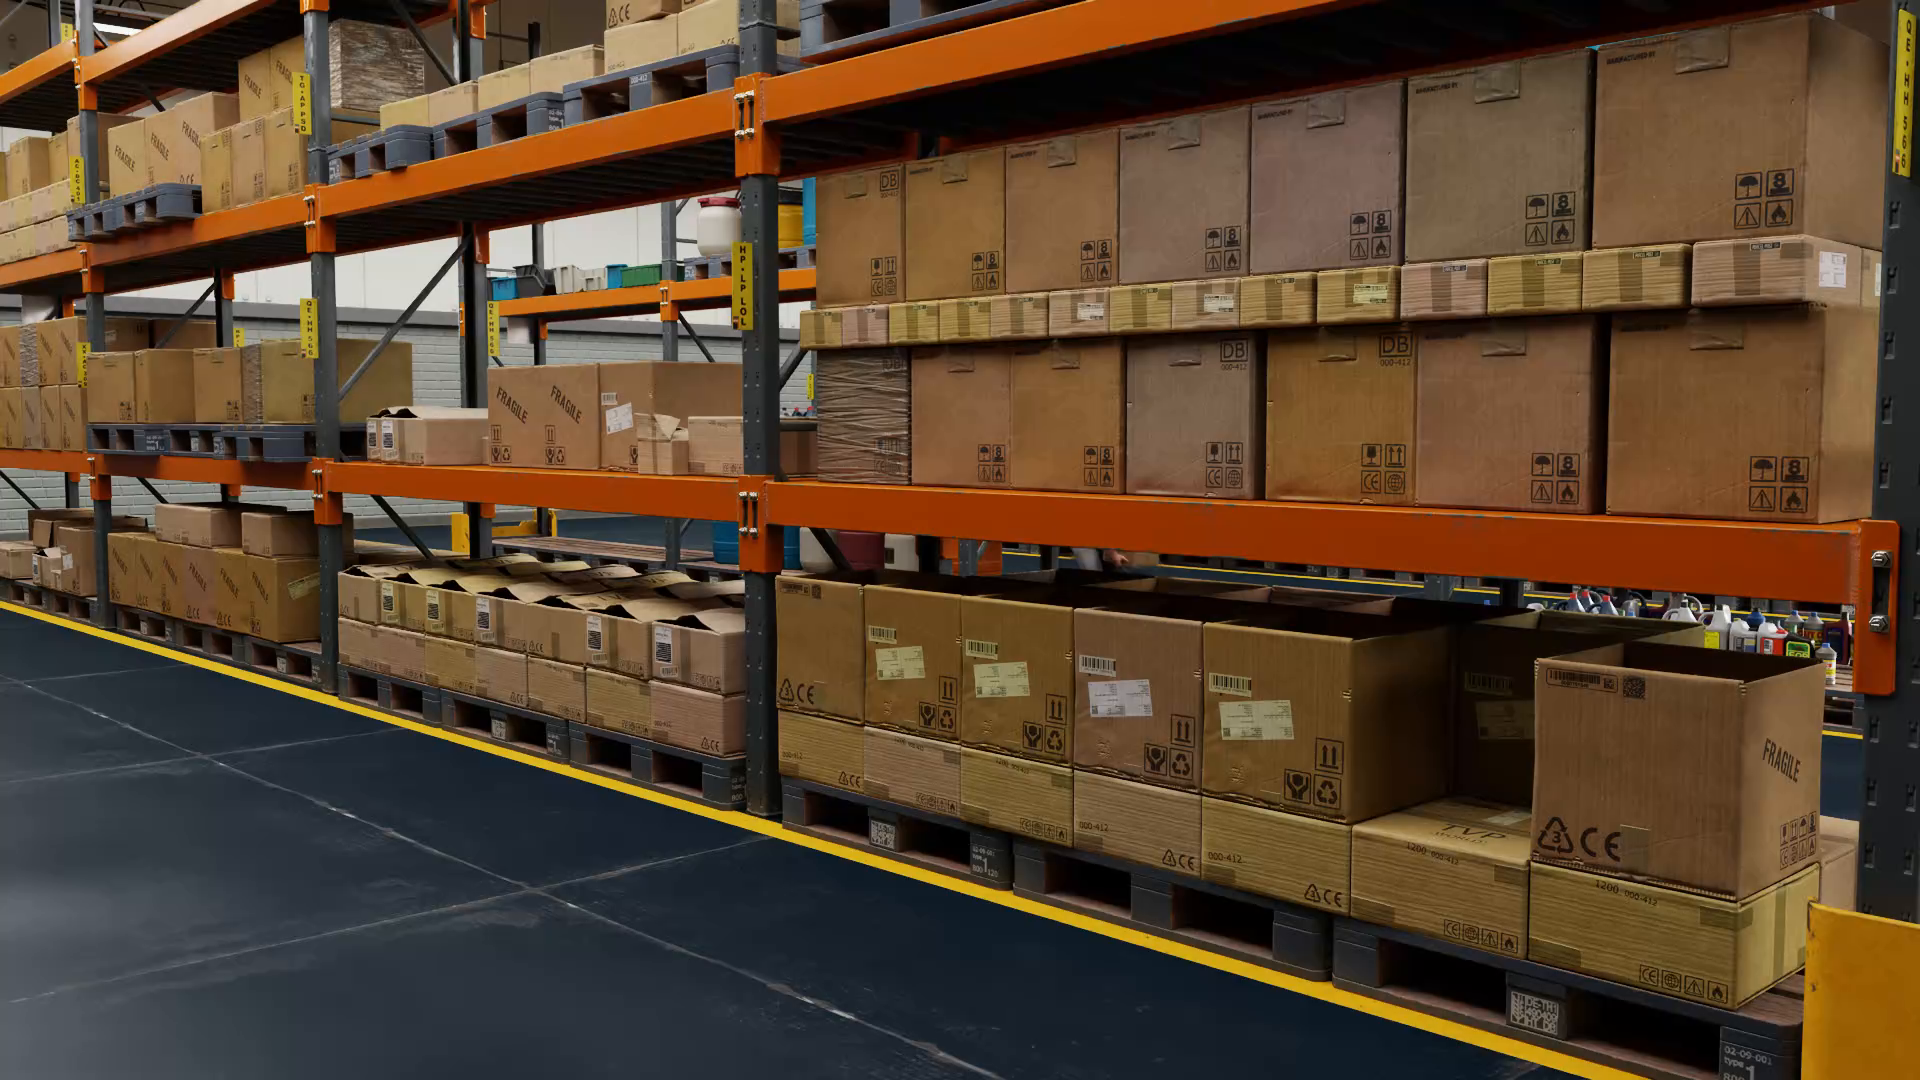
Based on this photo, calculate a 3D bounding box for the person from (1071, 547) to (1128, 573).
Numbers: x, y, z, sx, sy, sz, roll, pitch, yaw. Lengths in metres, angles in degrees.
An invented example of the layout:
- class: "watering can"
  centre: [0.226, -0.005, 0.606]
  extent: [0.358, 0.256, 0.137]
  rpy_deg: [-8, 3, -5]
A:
- class: "person"
  centre: [0.967, 0.052, 10.550]
  extent: [0.370, 1.459, 0.634]
  rpy_deg: [-4, 6, -45]
